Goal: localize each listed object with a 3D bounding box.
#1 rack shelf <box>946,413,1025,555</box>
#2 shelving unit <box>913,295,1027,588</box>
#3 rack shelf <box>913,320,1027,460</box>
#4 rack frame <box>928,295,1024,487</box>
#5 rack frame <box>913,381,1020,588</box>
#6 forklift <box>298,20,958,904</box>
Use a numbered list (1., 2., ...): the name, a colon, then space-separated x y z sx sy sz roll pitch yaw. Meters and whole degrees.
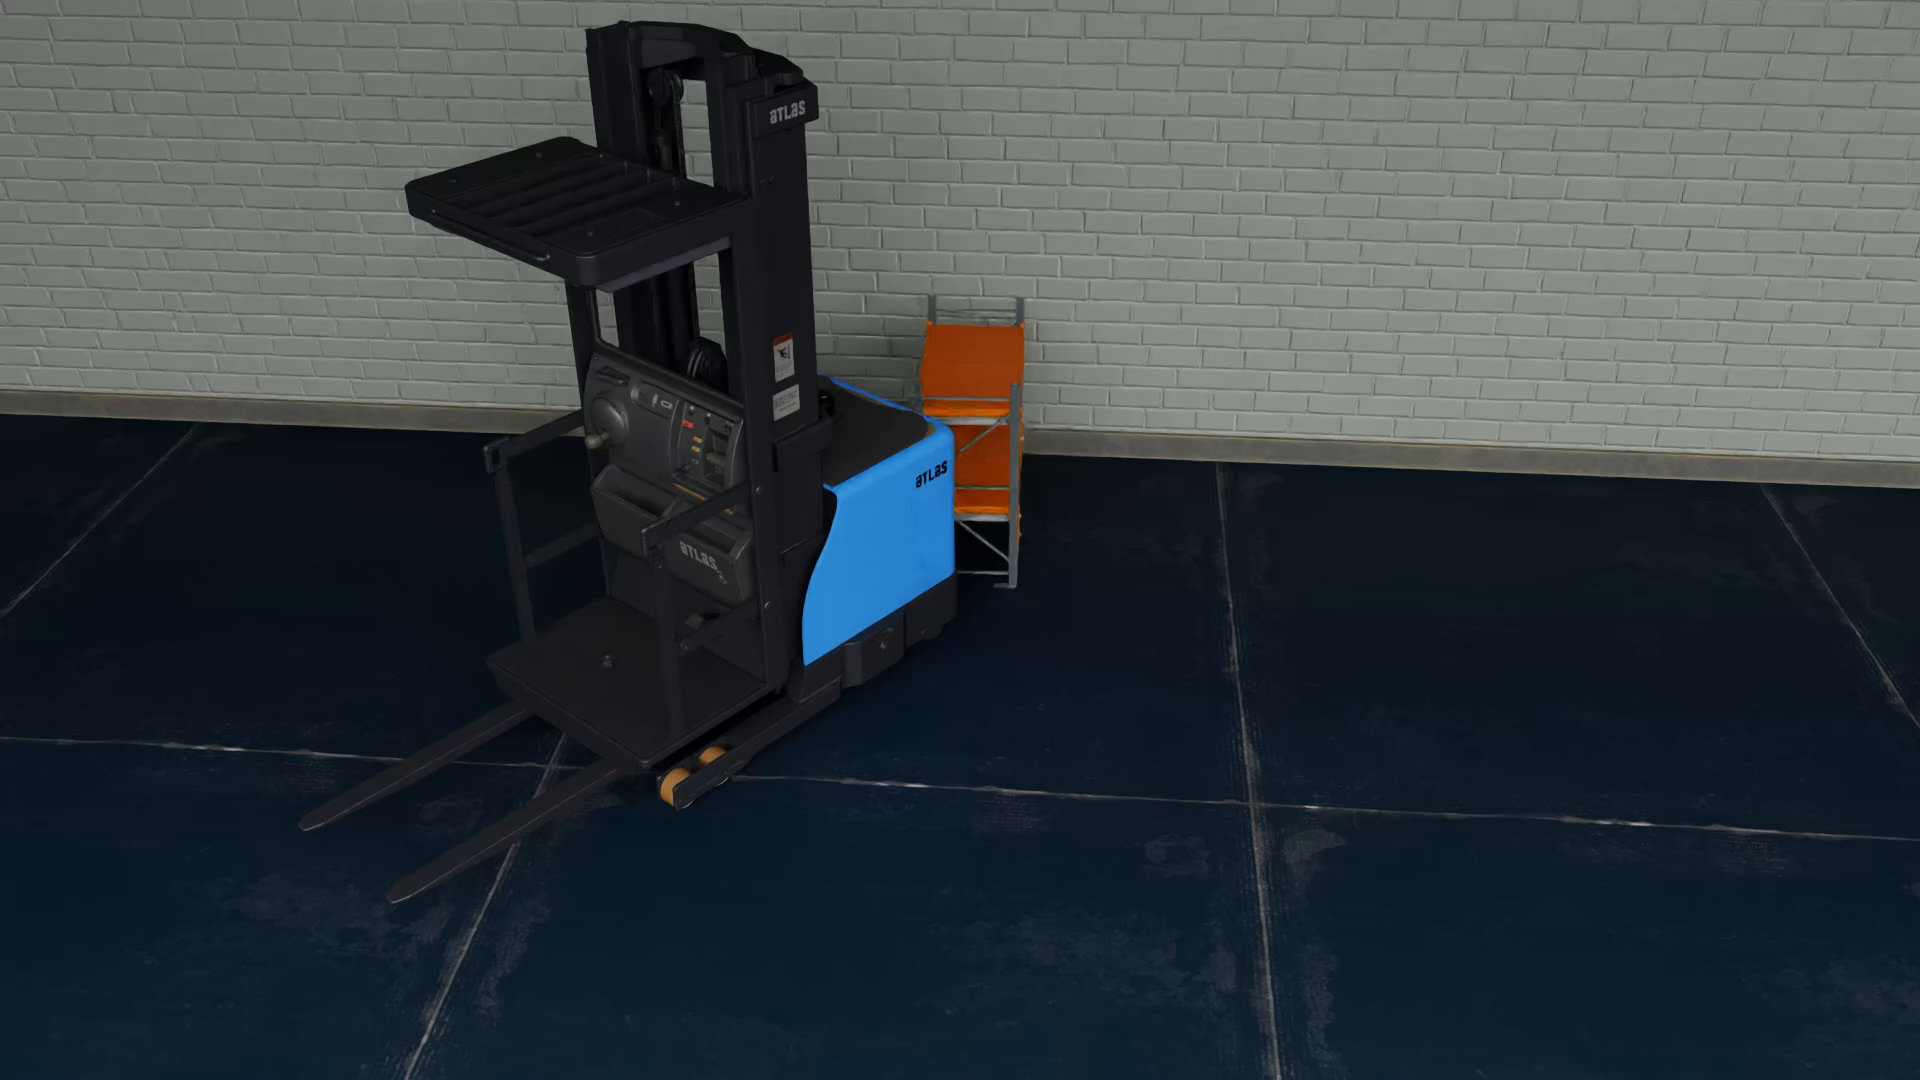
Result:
1. rack shelf: 0.061 -0.311 8.645 0.538 0.278 1.000 1 32 3
2. shelving unit: 0.060 -0.519 8.517 0.538 1.125 1.048 1 32 3
3. rack shelf: 0.058 -0.768 8.363 0.538 0.278 1.000 1 32 3
4. rack frame: 0.085 -0.785 8.949 0.500 1.125 0.032 1 32 3
5. rack frame: 0.034 -0.253 8.085 0.500 1.125 0.032 1 32 3
6. forklift: -1.355 -0.429 6.652 1.130 2.935 3.031 24 39 34
